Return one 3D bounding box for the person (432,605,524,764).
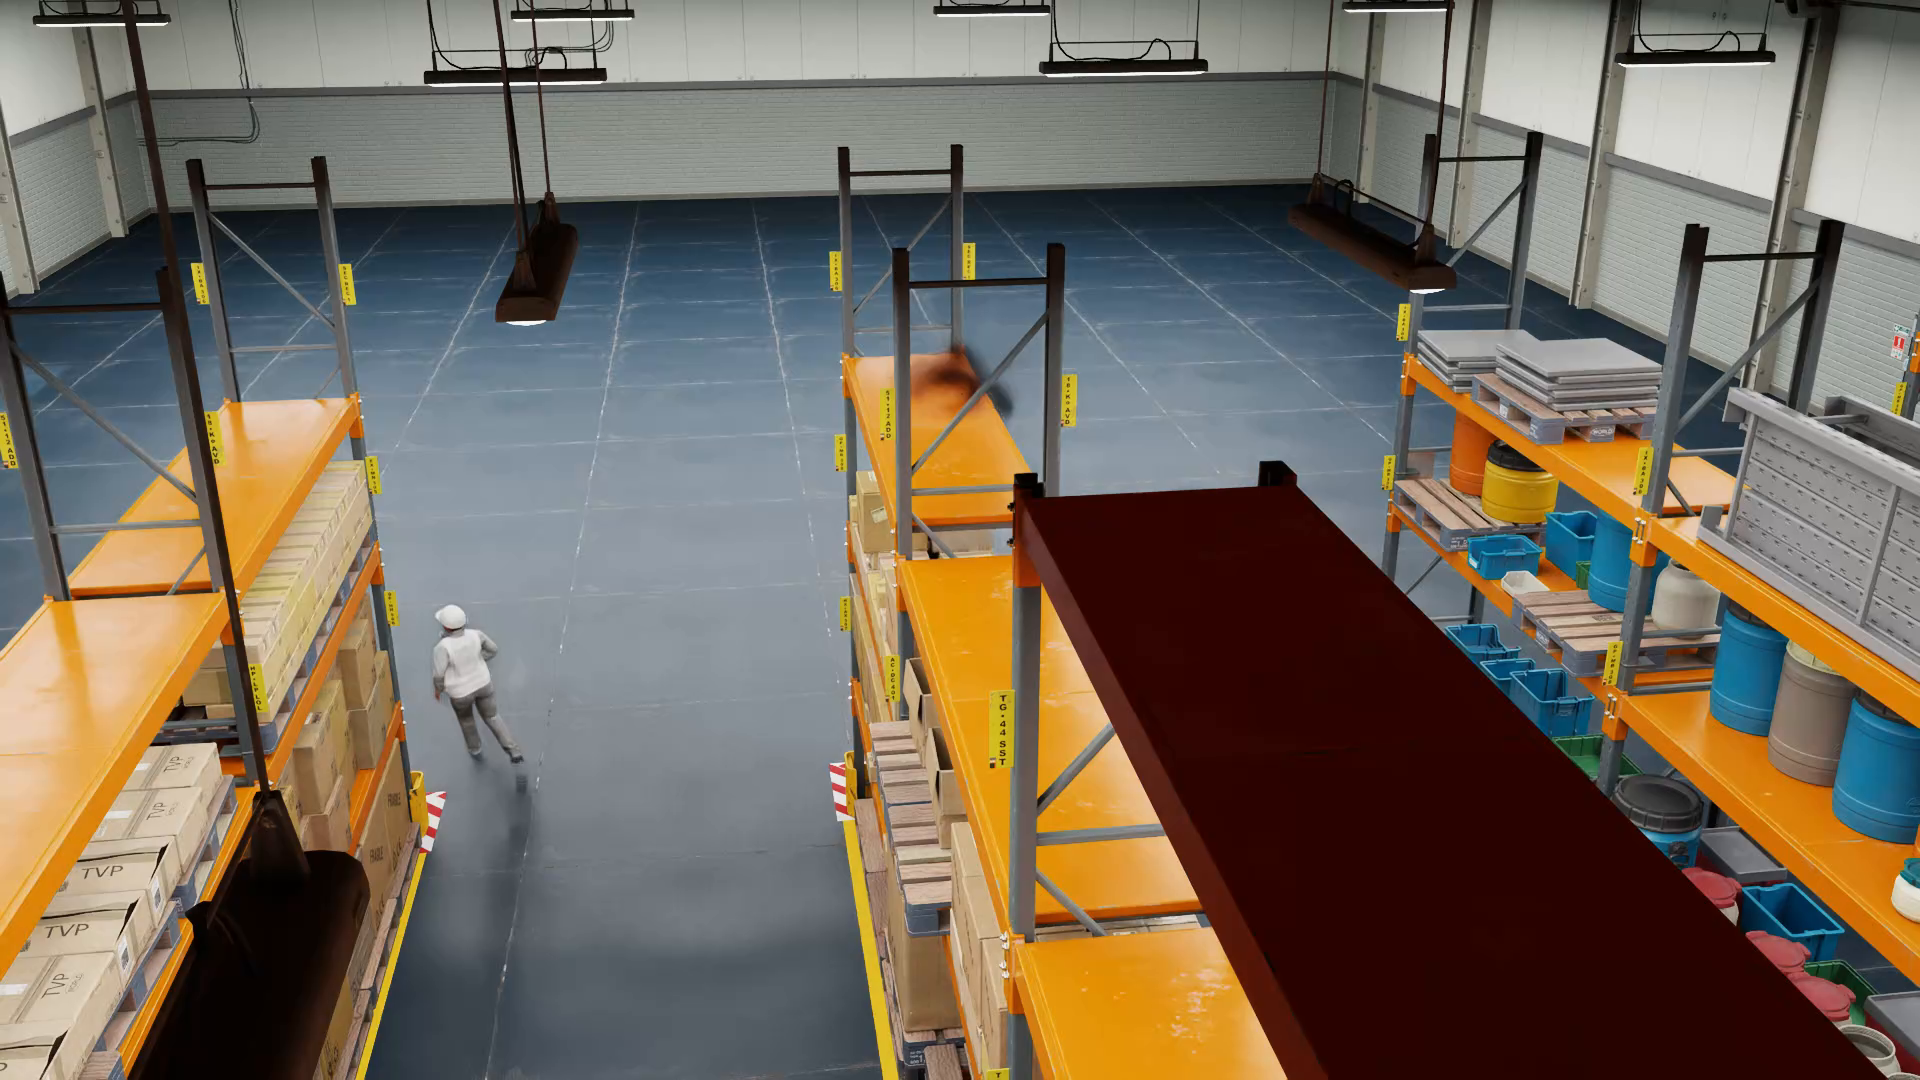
[{"bbox_3d":[-4.691,1.386,15.746,0.722,1.741,0.956,-17,27,-36],"label":"person"}]
